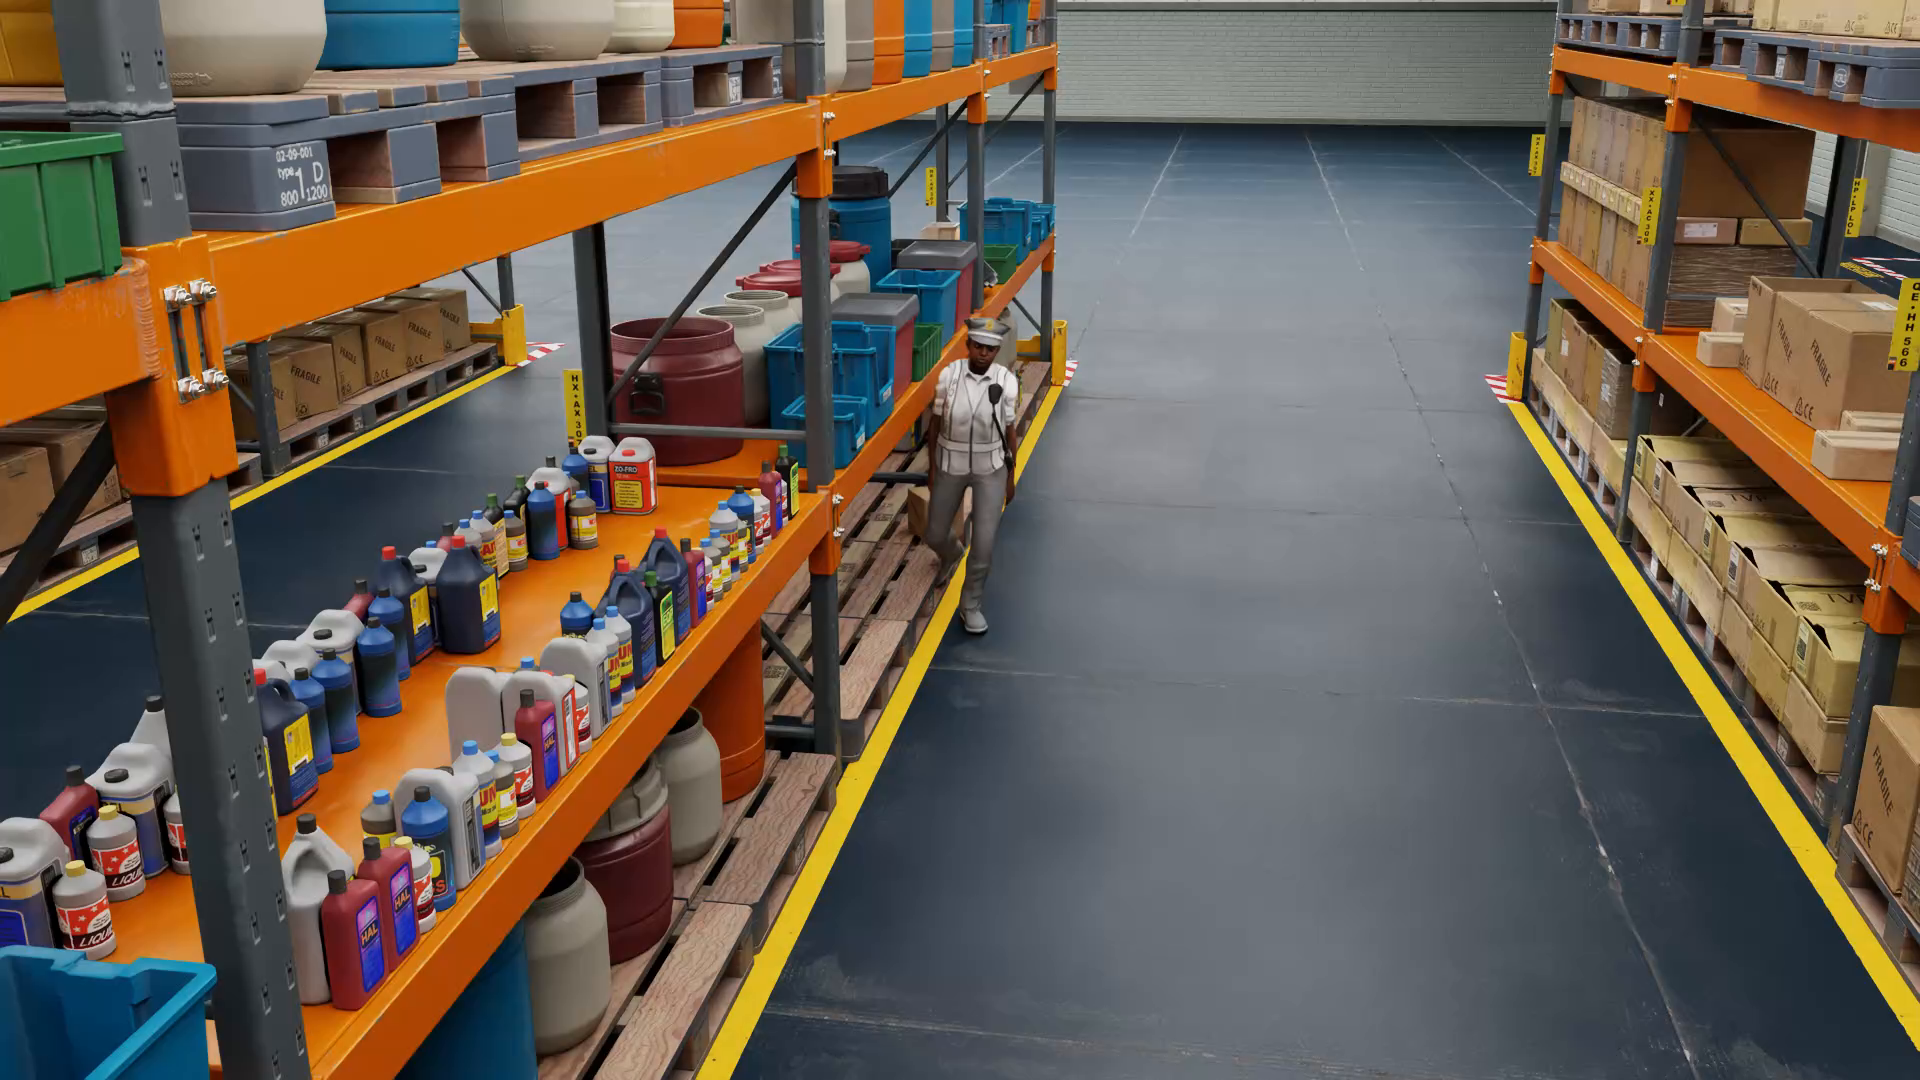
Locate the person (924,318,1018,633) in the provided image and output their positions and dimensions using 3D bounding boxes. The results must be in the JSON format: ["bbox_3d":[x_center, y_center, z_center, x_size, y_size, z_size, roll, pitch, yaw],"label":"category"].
[{"bbox_3d":[0.046,-0.398,8.758,0.525,1.657,0.682,1,18,4],"label":"person"}]
